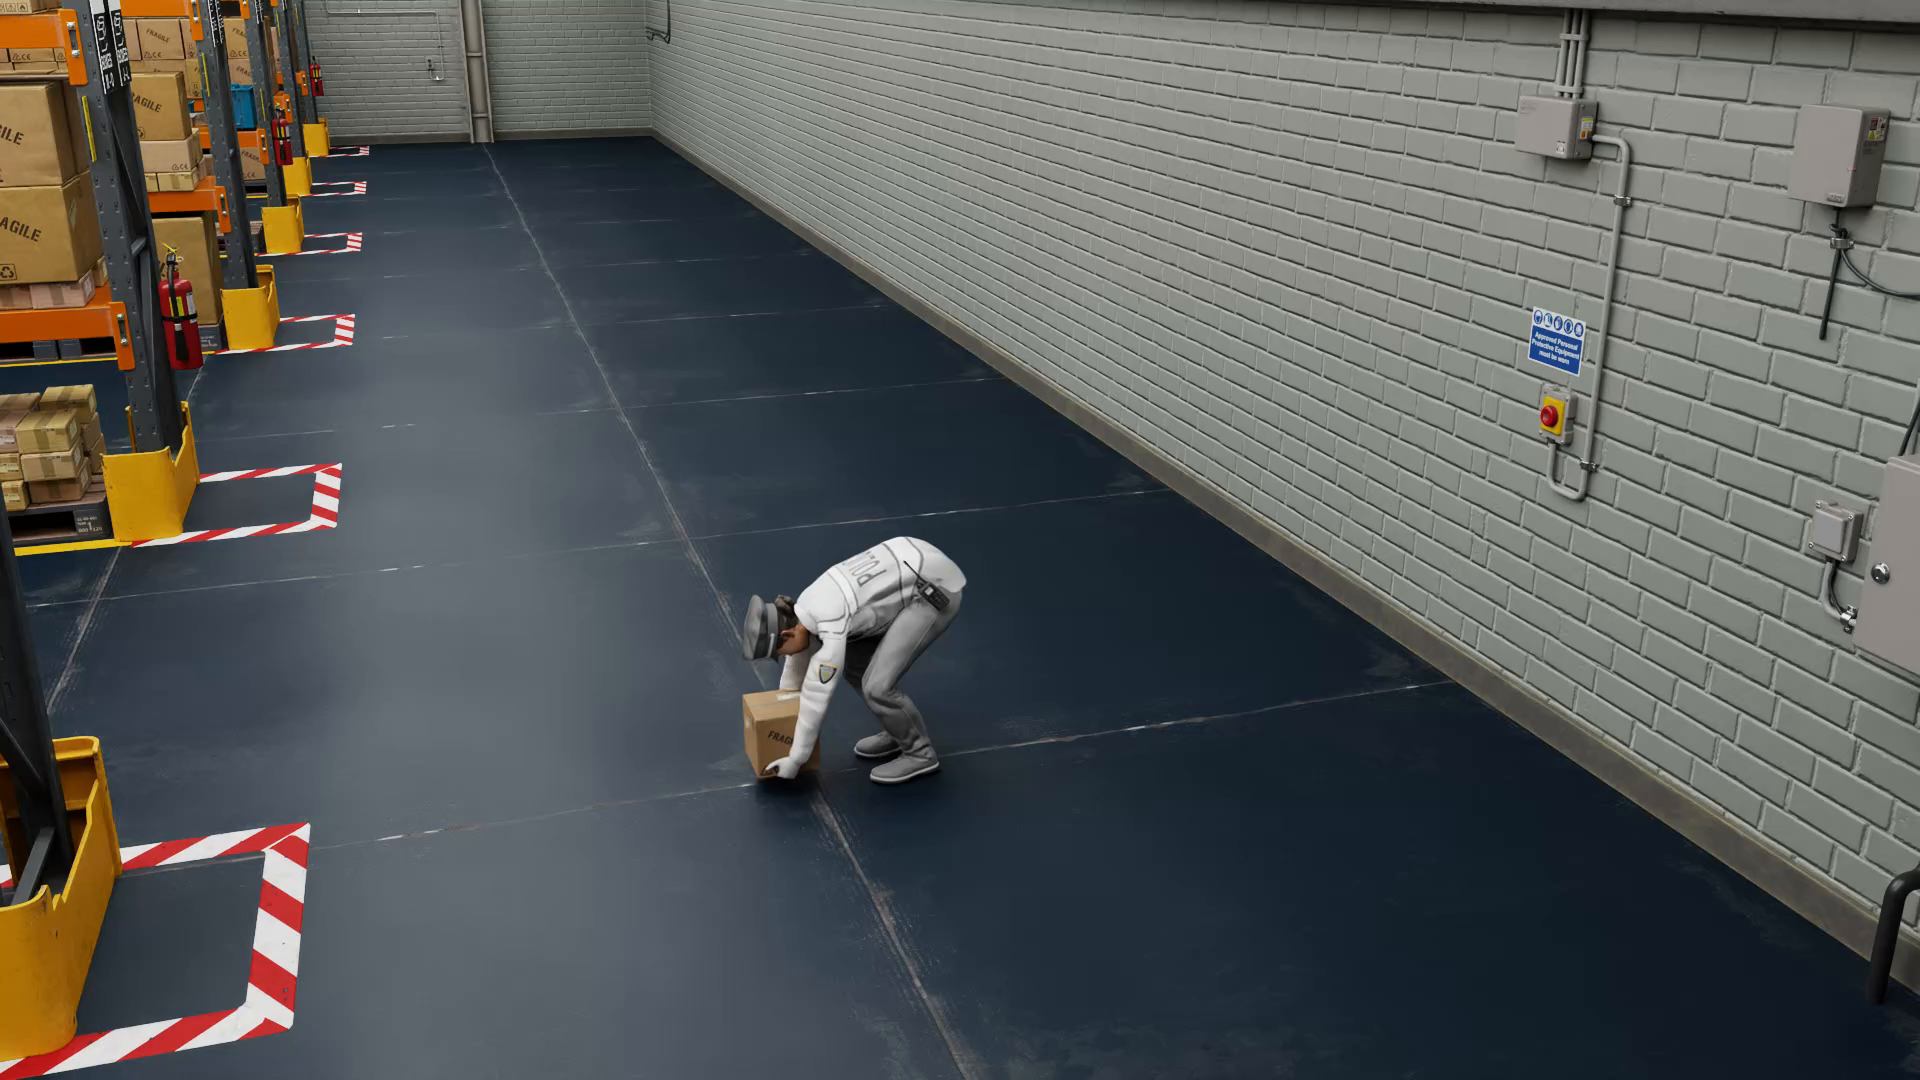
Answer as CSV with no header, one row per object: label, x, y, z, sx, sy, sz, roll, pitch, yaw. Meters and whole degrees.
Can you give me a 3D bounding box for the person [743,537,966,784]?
person,-0.413,0.485,6.522,0.885,0.933,0.452,-7,21,-20
